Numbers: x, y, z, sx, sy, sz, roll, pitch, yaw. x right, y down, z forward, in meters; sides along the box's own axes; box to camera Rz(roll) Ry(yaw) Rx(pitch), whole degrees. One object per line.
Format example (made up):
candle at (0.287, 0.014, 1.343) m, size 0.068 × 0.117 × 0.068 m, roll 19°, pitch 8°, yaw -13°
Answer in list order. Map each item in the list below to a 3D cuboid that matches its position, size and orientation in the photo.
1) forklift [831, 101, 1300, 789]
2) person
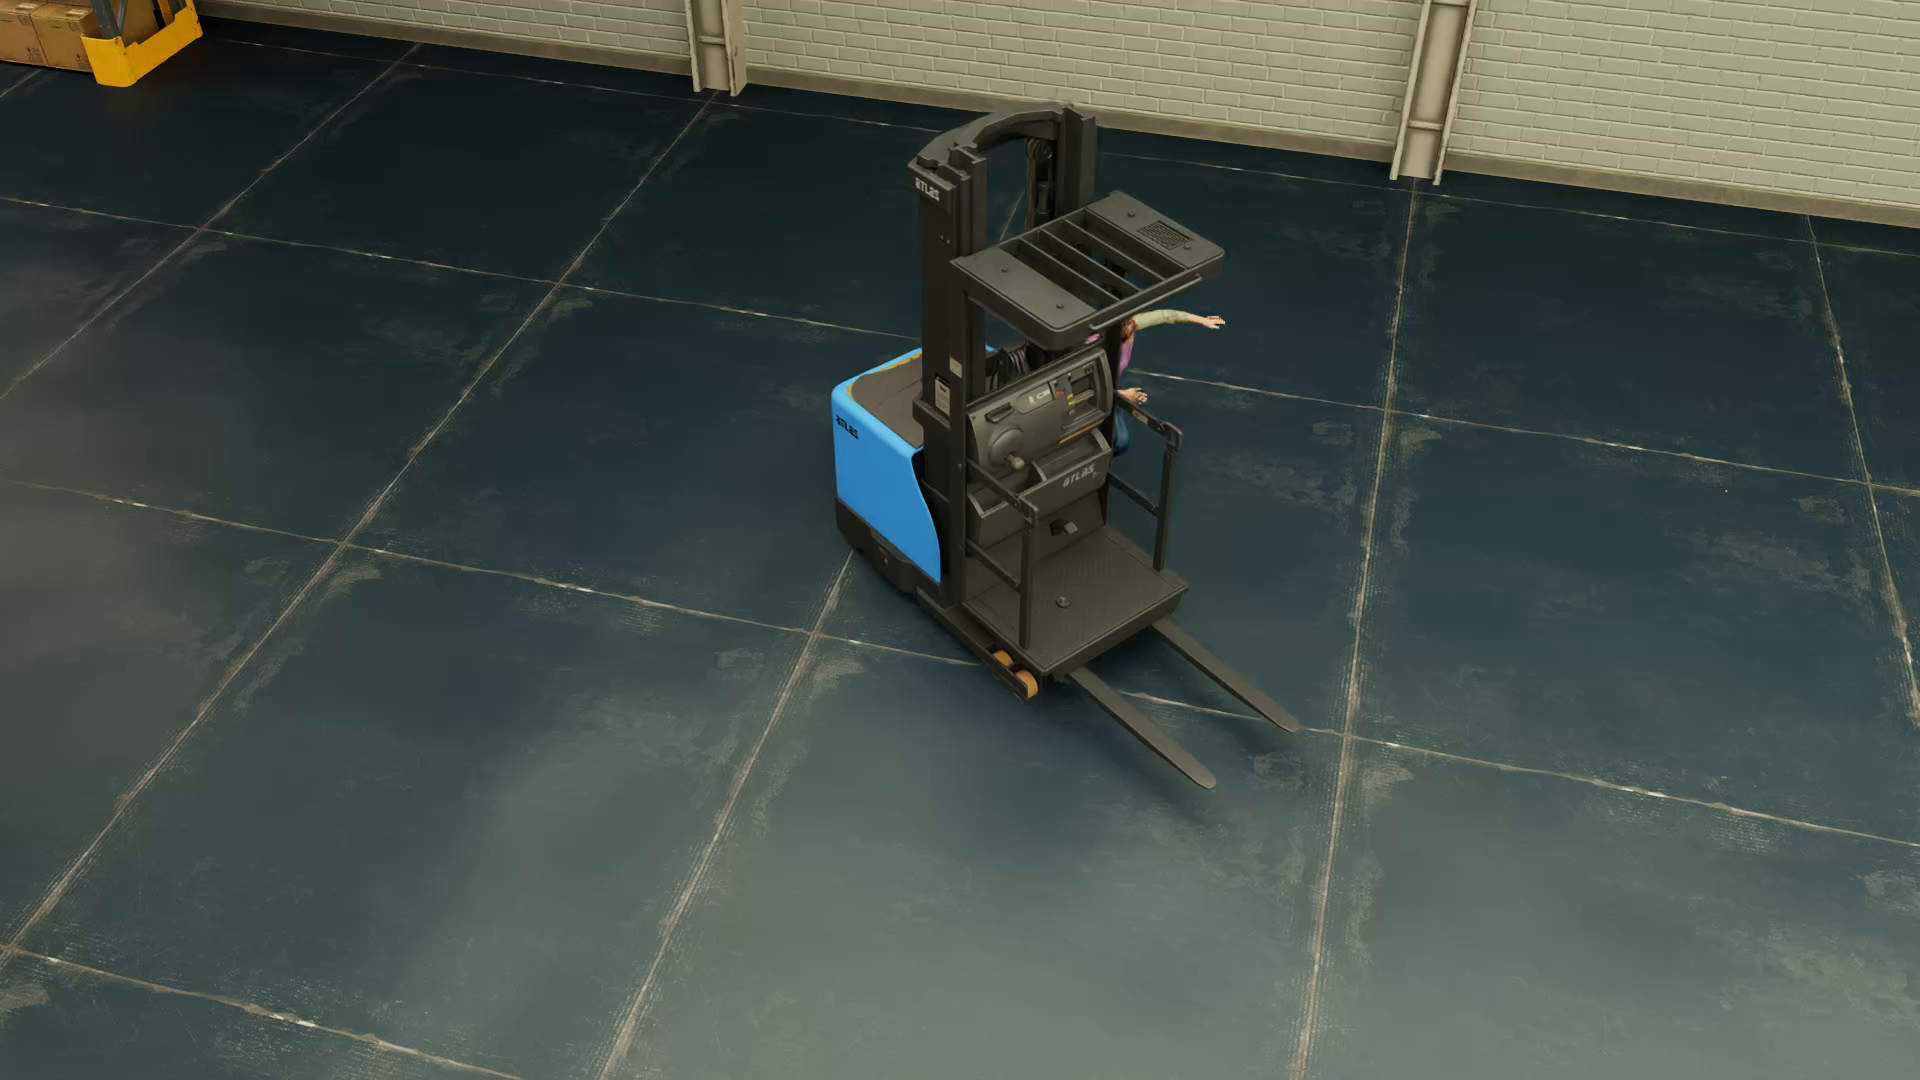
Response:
forklift at (0.563, -0.603, 8.549) m, size 1.130 × 2.935 × 3.031 m, roll -28°, pitch 48°, yaw -28°
person at (0.927, -0.835, 9.952) m, size 1.405 × 1.280 × 0.734 m, roll -23°, pitch 46°, yaw -24°
